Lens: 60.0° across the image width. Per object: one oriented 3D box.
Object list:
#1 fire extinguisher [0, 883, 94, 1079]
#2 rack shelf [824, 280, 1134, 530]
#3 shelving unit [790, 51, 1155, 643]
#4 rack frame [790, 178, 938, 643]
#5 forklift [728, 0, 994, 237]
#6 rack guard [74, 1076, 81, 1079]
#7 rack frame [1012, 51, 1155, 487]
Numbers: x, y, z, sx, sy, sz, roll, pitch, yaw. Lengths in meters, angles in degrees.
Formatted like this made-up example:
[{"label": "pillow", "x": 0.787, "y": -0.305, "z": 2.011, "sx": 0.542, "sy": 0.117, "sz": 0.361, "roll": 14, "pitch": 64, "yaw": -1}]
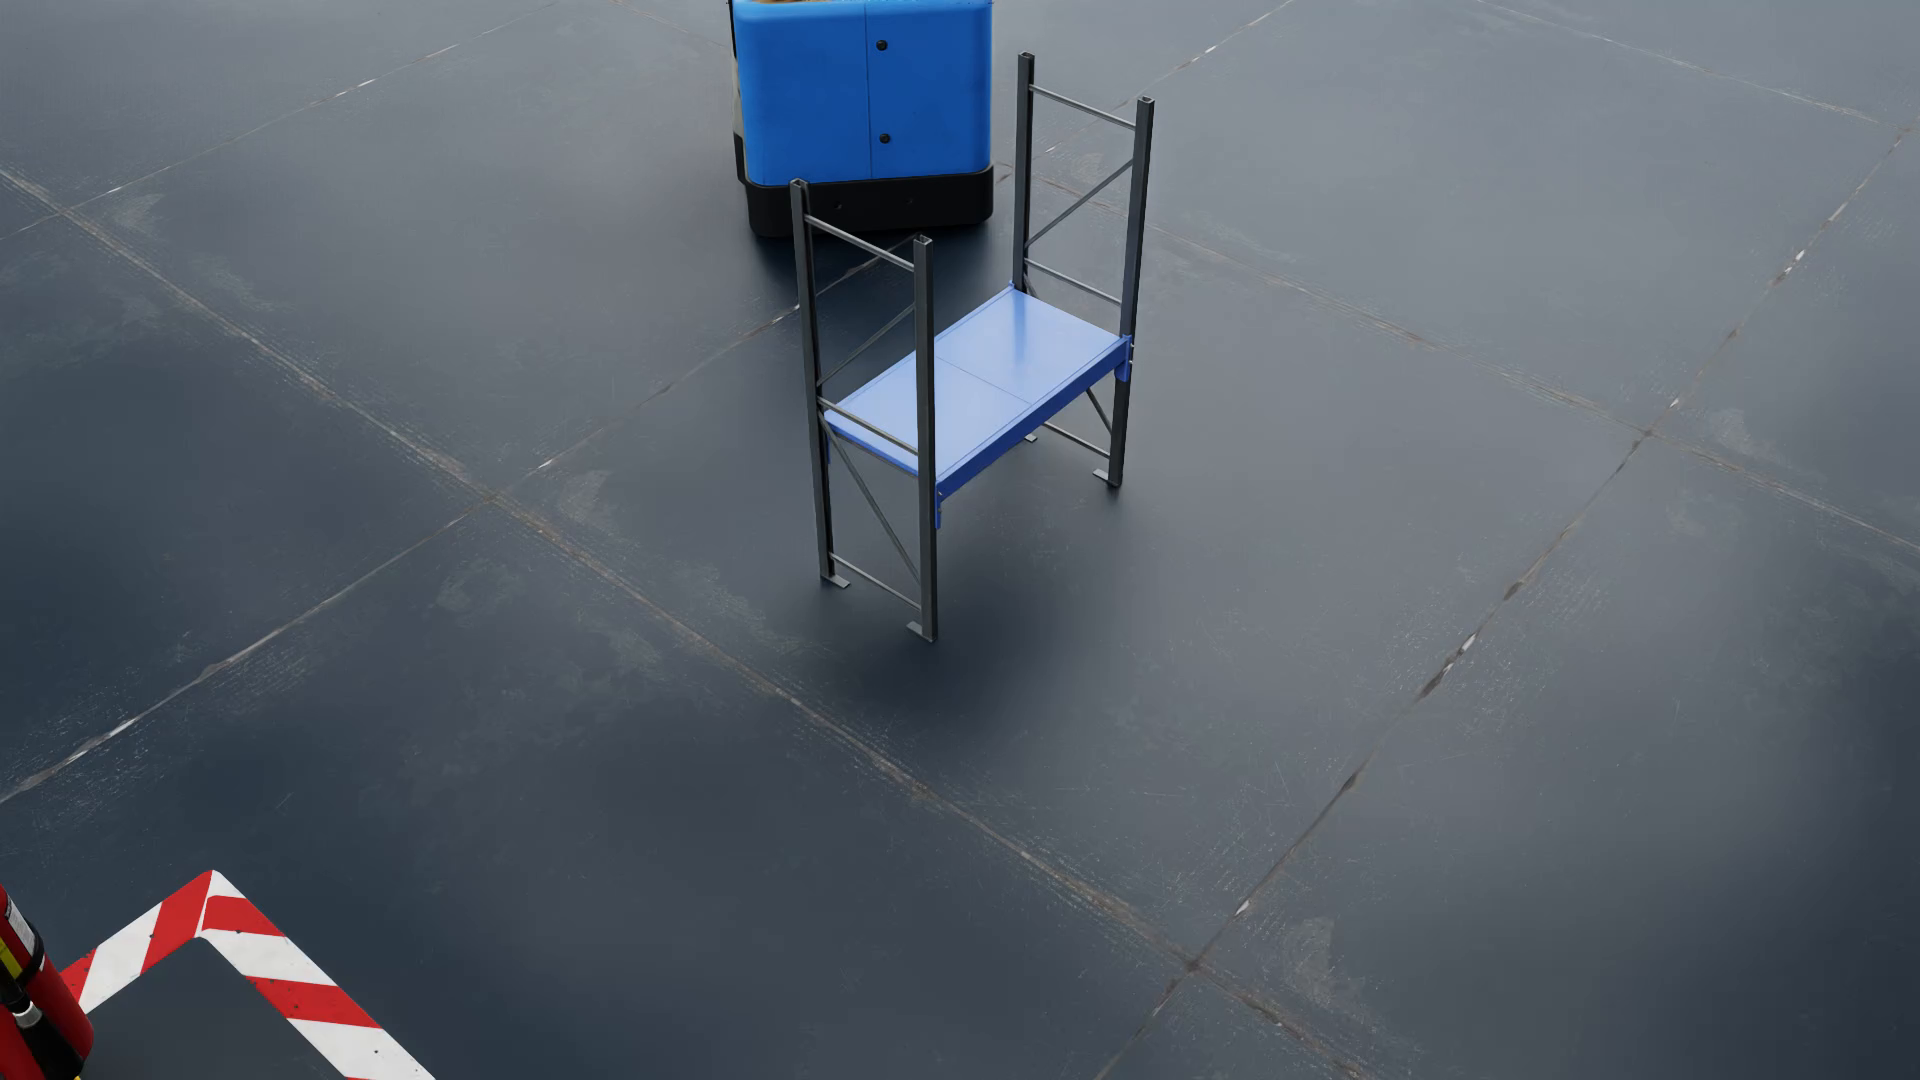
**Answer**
[{"label": "fire extinguisher", "x": -1.674, "y": 0.689, "z": 2.820, "sx": 0.296, "sy": 0.674, "sz": 0.183, "roll": 29, "pitch": 50, "yaw": 28}, {"label": "rack shelf", "x": 0.055, "y": -0.466, "z": 5.415, "sx": 0.538, "sy": 0.185, "sz": 1.000, "roll": 29, "pitch": 50, "yaw": 28}, {"label": "shelving unit", "x": 0.055, "y": -0.599, "z": 5.294, "sx": 0.538, "sy": 1.500, "sz": 1.048, "roll": 29, "pitch": 50, "yaw": 28}, {"label": "rack frame", "x": -0.272, "y": -0.337, "z": 5.006, "sx": 0.500, "sy": 1.500, "sz": 0.032, "roll": 29, "pitch": 50, "yaw": 28}, {"label": "forklift", "x": -0.560, "y": -3.361, "z": 7.268, "sx": 1.130, "sy": 2.935, "sz": 3.031, "roll": -5, "pitch": 43, "yaw": -5}, {"label": "rack guard", "x": -2.090, "y": 1.433, "z": 3.803, "sx": 1.175, "sy": 0.500, "sz": 0.348, "roll": 29, "pitch": 50, "yaw": 28}, {"label": "rack frame", "x": 0.382, "y": -0.861, "z": 5.582, "sx": 0.500, "sy": 1.500, "sz": 0.032, "roll": 29, "pitch": 50, "yaw": 28}]
